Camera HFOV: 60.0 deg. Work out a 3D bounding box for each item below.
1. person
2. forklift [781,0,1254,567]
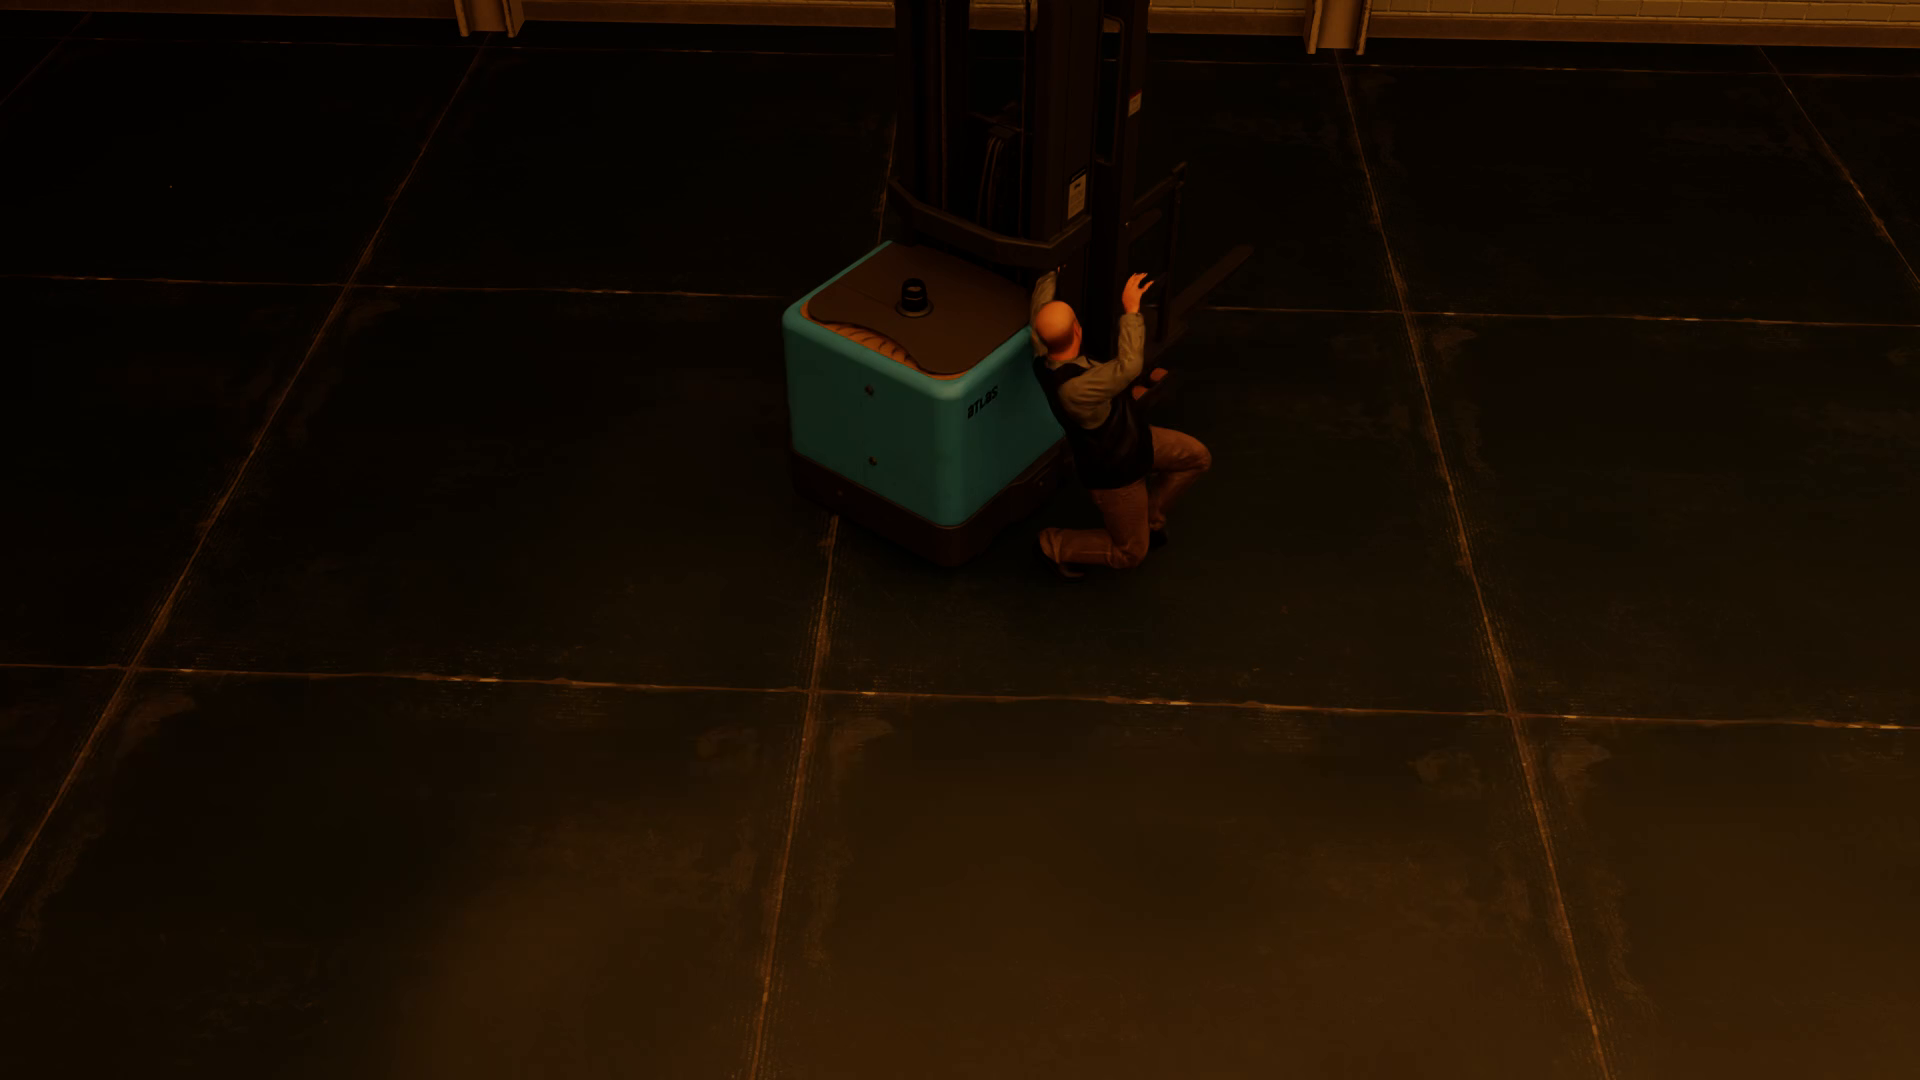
[{"bbox_3d":[0.725,-0.613,7.462,0.852,1.584,1.079,2,42,2],"label":"person"},{"bbox_3d":[0.476,-1.900,7.823,1.130,2.935,3.031,27,49,27],"label":"forklift"}]
